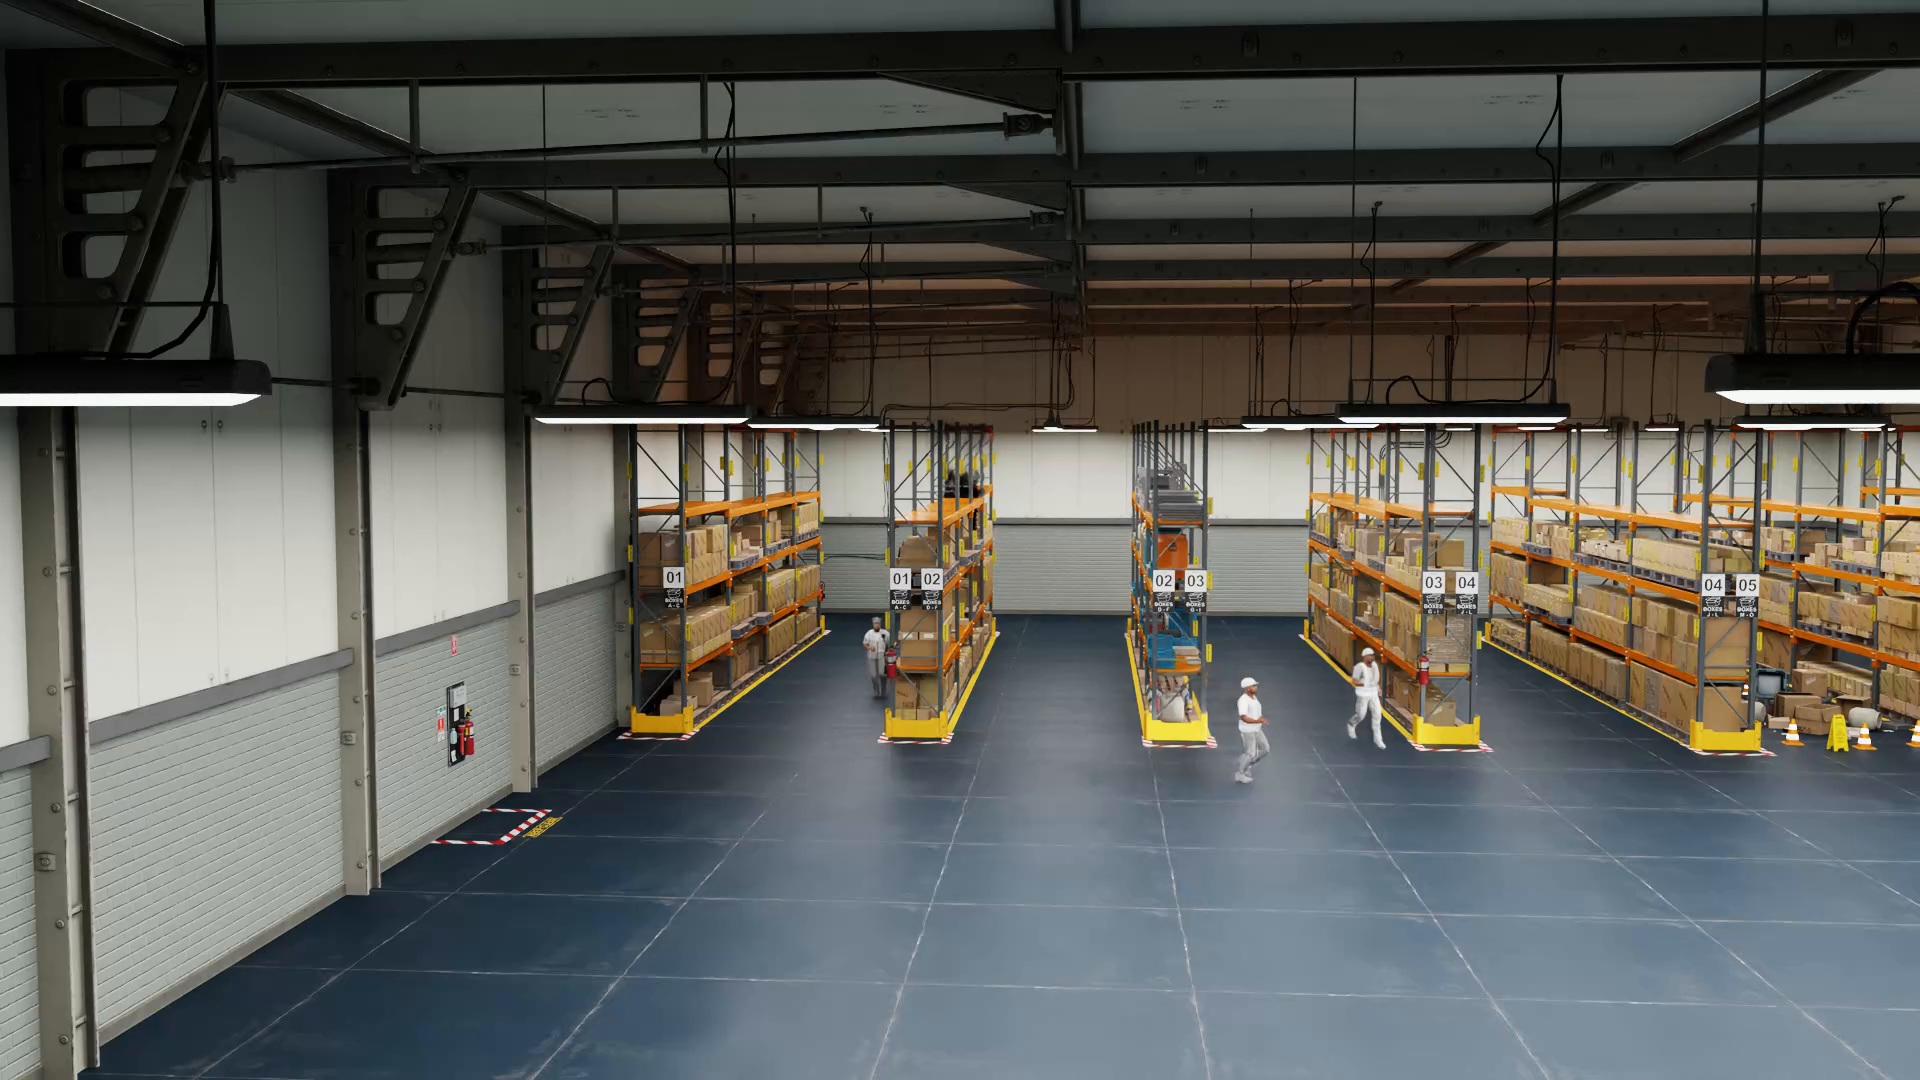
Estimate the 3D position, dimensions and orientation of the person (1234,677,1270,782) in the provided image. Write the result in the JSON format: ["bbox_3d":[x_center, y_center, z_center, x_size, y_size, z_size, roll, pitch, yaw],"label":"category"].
[{"bbox_3d":[4.809,3.117,27.312,0.623,1.723,0.685,2,4,31],"label":"person"}]

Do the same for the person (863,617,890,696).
[{"bbox_3d":[-1.793,2.549,36.230,0.640,1.737,0.636,0,4,1],"label":"person"}]

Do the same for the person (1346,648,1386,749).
[{"bbox_3d":[7.485,2.883,30.667,0.711,1.806,1.000,-2,4,-27],"label":"person"}]
